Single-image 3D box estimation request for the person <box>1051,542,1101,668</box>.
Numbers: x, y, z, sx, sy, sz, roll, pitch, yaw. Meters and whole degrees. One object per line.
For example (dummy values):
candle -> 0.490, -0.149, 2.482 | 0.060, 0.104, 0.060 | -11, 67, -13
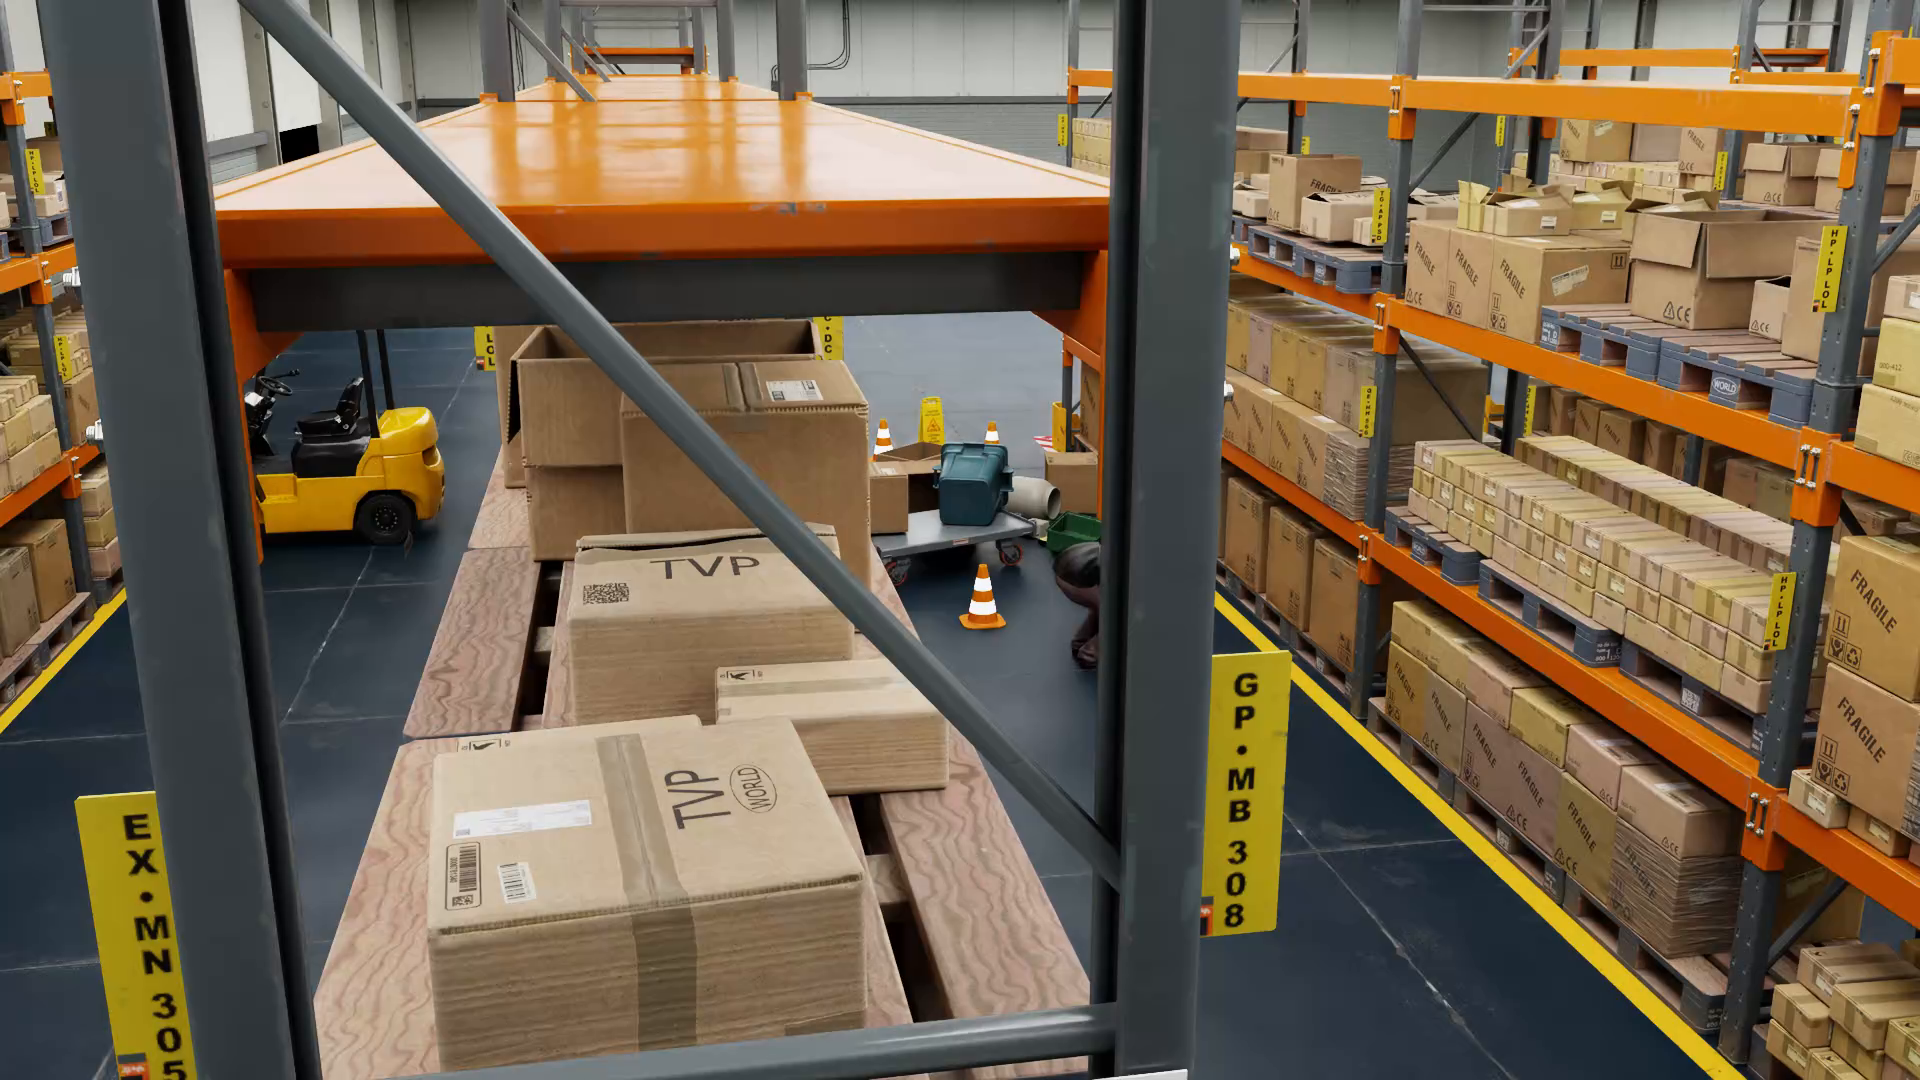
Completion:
person -> 1.138, 0.443, 12.056 | 0.950, 0.906, 0.520 | -4, 17, -13
